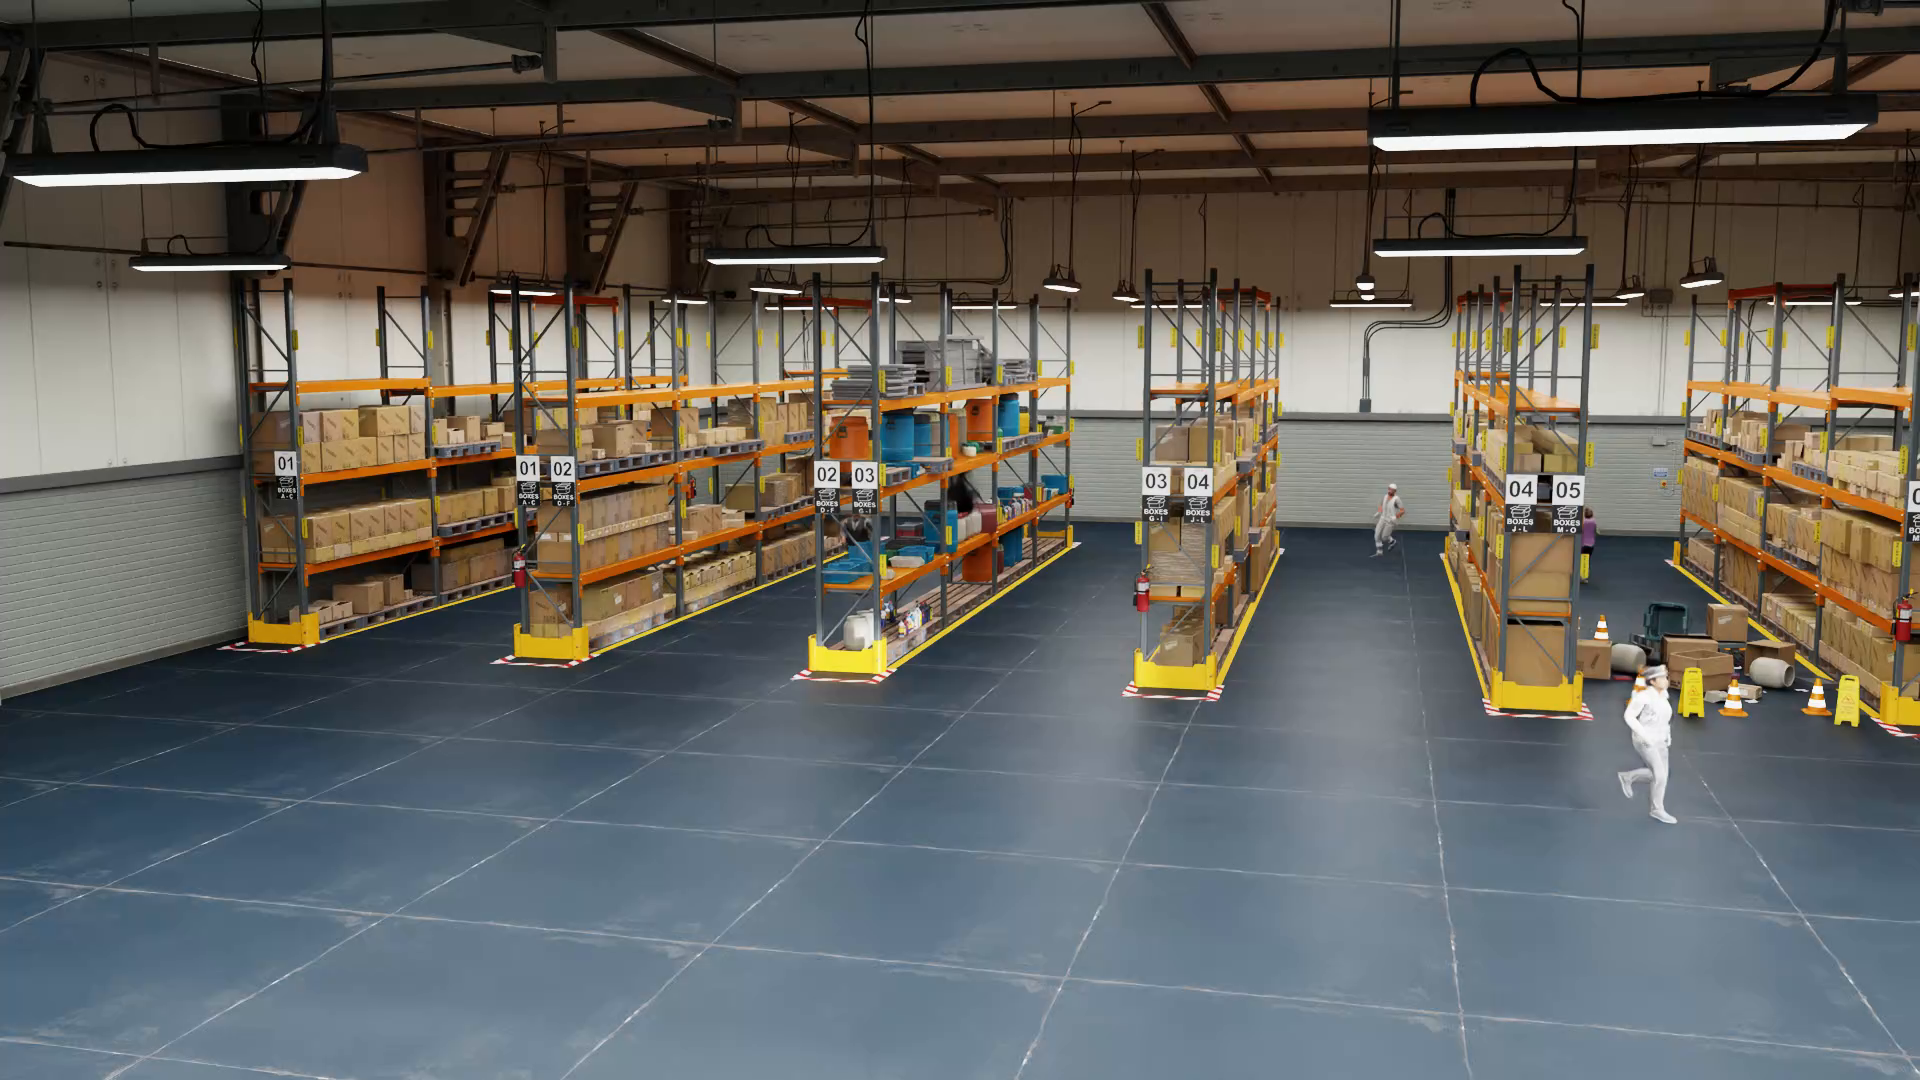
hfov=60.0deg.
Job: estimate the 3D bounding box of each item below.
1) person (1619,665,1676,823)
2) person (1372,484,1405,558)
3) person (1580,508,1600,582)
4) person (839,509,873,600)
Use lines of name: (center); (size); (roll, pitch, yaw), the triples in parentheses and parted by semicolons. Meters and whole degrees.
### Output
person: (7.213, 2.105, 17.484); (0.642, 1.668, 0.668); (-4, 8, -33)
person: (9.946, -0.445, 38.432); (0.621, 1.735, 0.705); (-5, 8, -35)
person: (12.959, 0.100, 34.467); (0.529, 1.554, 0.541); (0, 7, 2)
person: (-1.918, 0.221, 30.653); (0.653, 1.767, 0.668); (2, 7, 16)
